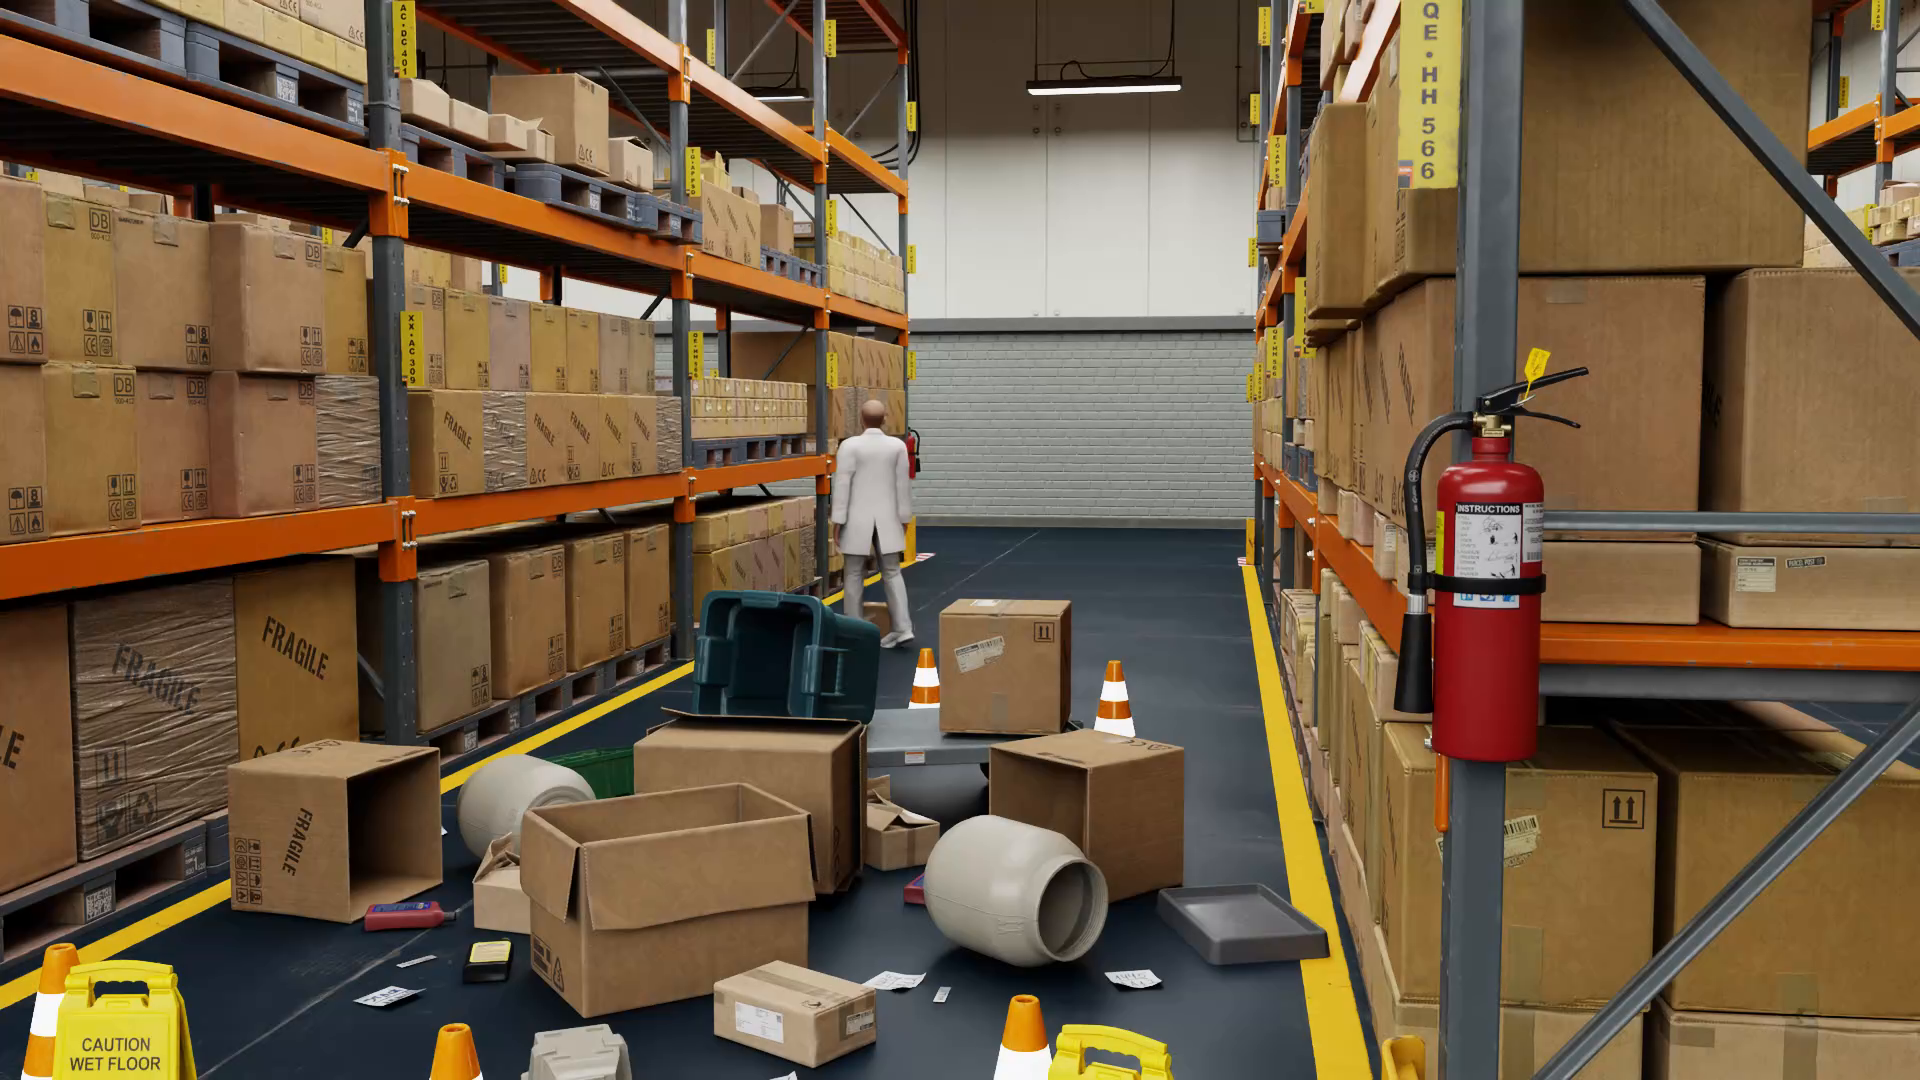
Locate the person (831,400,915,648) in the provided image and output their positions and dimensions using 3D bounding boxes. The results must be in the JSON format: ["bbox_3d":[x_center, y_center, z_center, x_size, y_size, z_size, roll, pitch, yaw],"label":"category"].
[{"bbox_3d":[-0.646,-0.110,12.041,0.611,1.807,0.589,-1,5,-15],"label":"person"}]
